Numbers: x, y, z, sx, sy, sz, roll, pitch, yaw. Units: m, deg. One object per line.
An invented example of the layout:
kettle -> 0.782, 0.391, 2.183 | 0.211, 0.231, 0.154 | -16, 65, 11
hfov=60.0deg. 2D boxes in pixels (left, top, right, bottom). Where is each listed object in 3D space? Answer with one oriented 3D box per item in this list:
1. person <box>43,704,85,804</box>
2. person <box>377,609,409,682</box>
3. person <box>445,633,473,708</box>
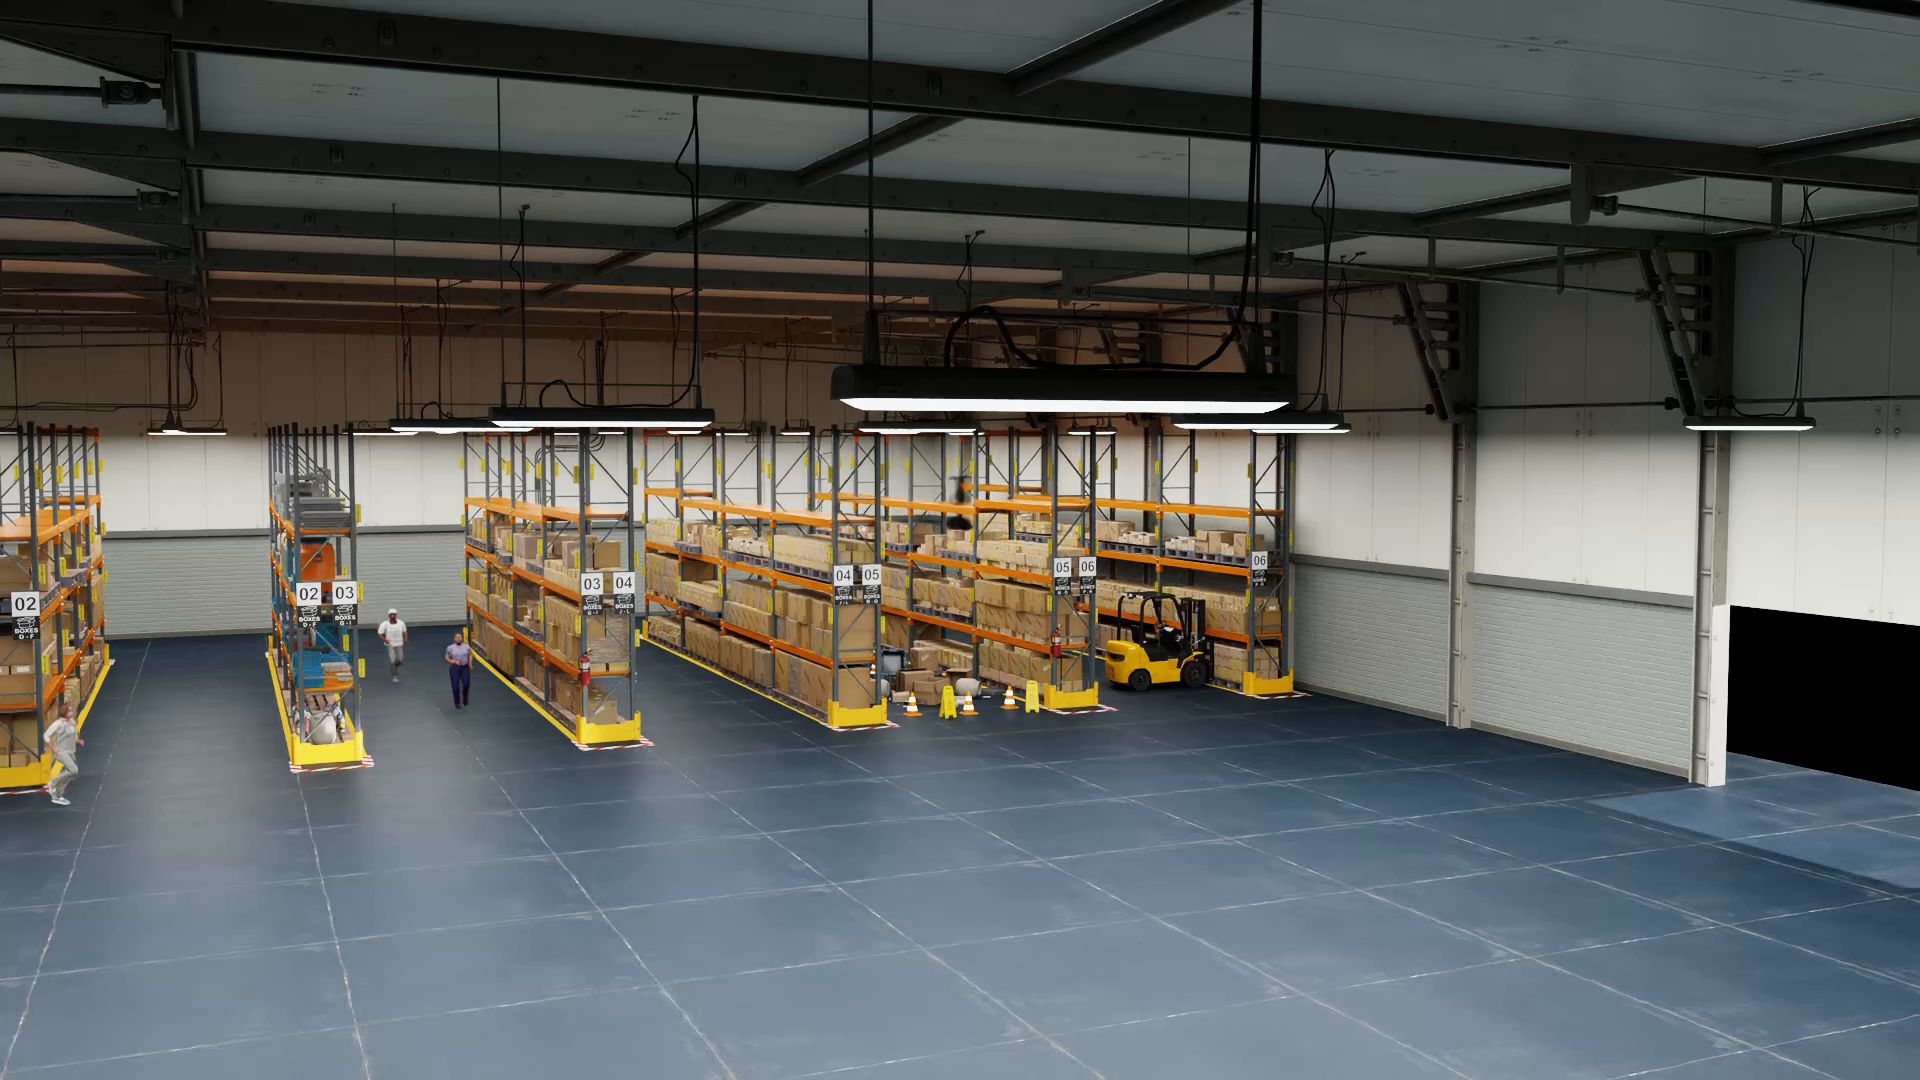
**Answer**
person -> -14.011, 3.355, 26.082 | 0.504, 1.557, 0.545 | 0, 3, 3
person -> -13.345, 2.478, 39.163 | 0.703, 1.720, 0.588 | -2, 4, -34
person -> -10.570, 2.766, 35.165 | 0.591, 1.609, 0.577 | -2, 4, -24
